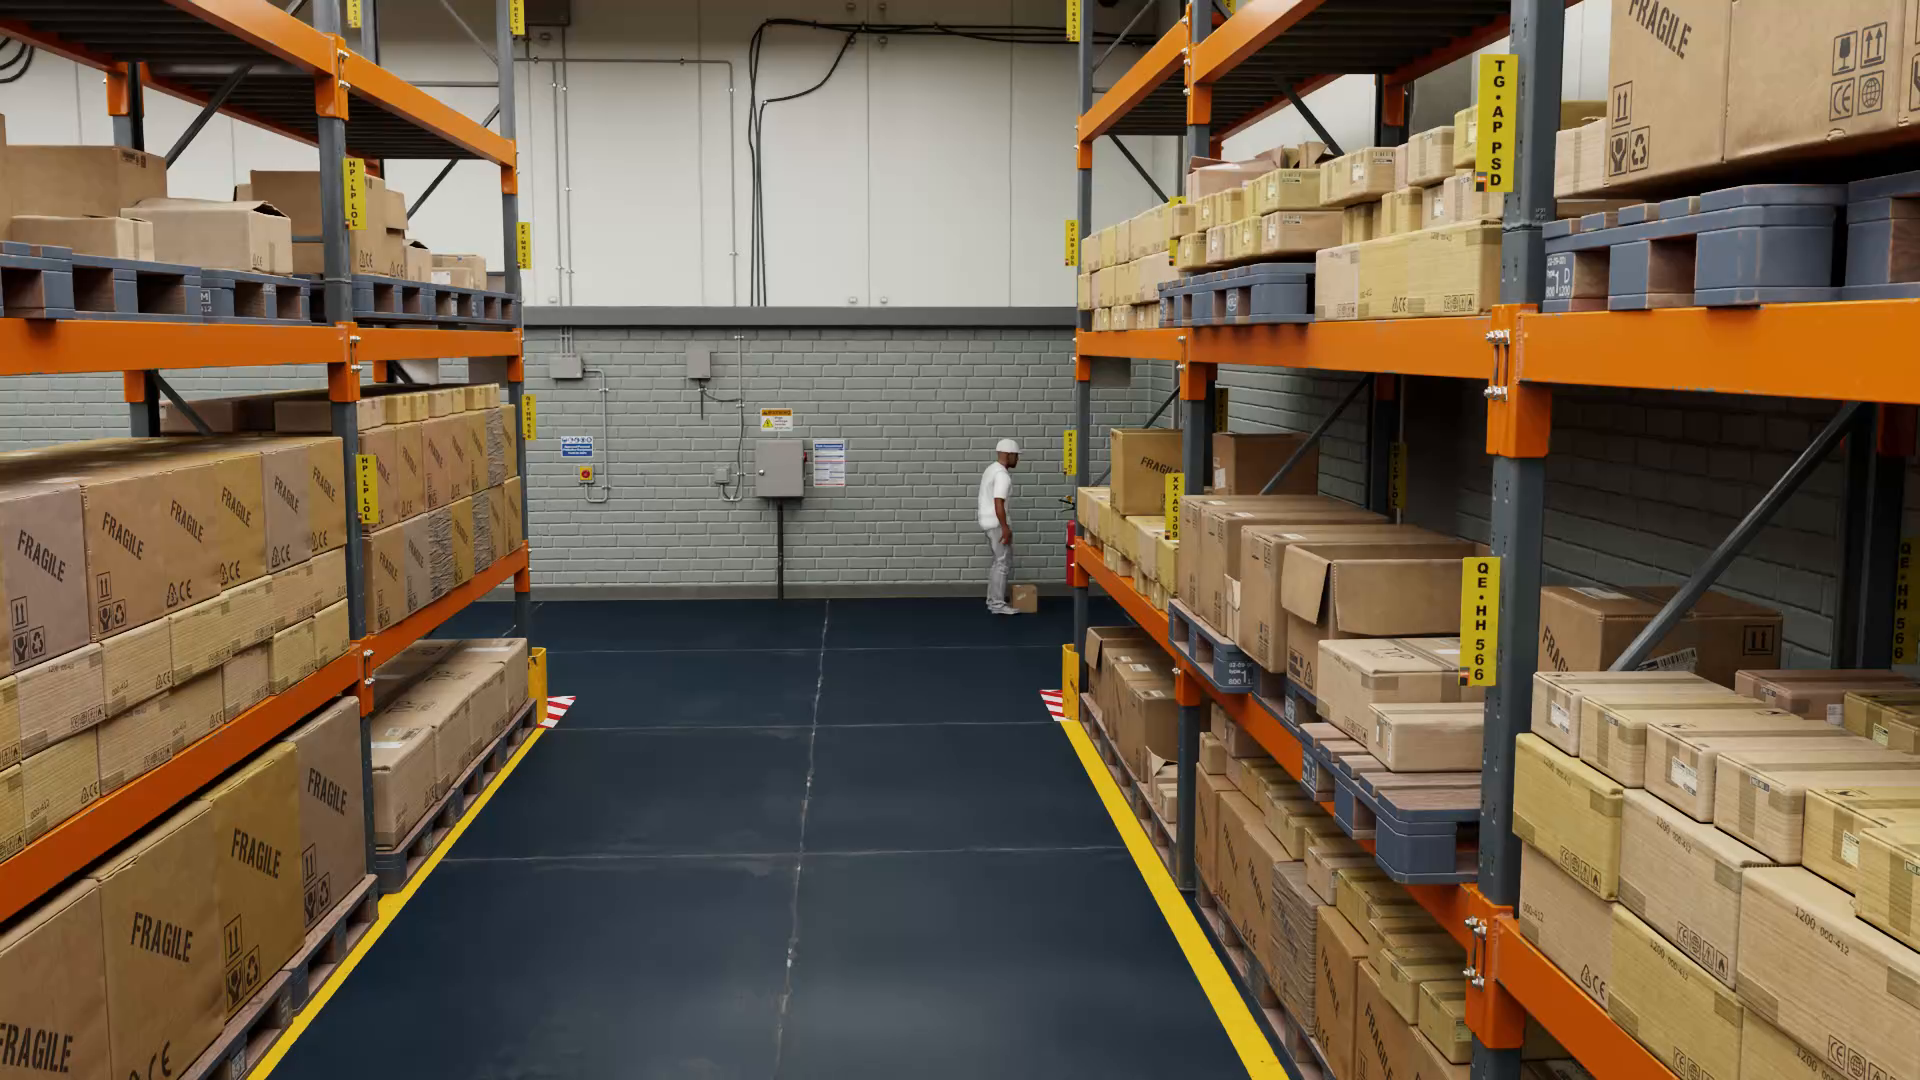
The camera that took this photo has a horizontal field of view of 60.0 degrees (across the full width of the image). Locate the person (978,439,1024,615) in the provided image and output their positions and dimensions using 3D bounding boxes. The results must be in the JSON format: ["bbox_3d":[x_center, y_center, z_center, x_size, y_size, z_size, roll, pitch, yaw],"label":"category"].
[{"bbox_3d":[0.419,-0.143,16.882,0.463,1.755,0.625,-1,7,-6],"label":"person"}]
